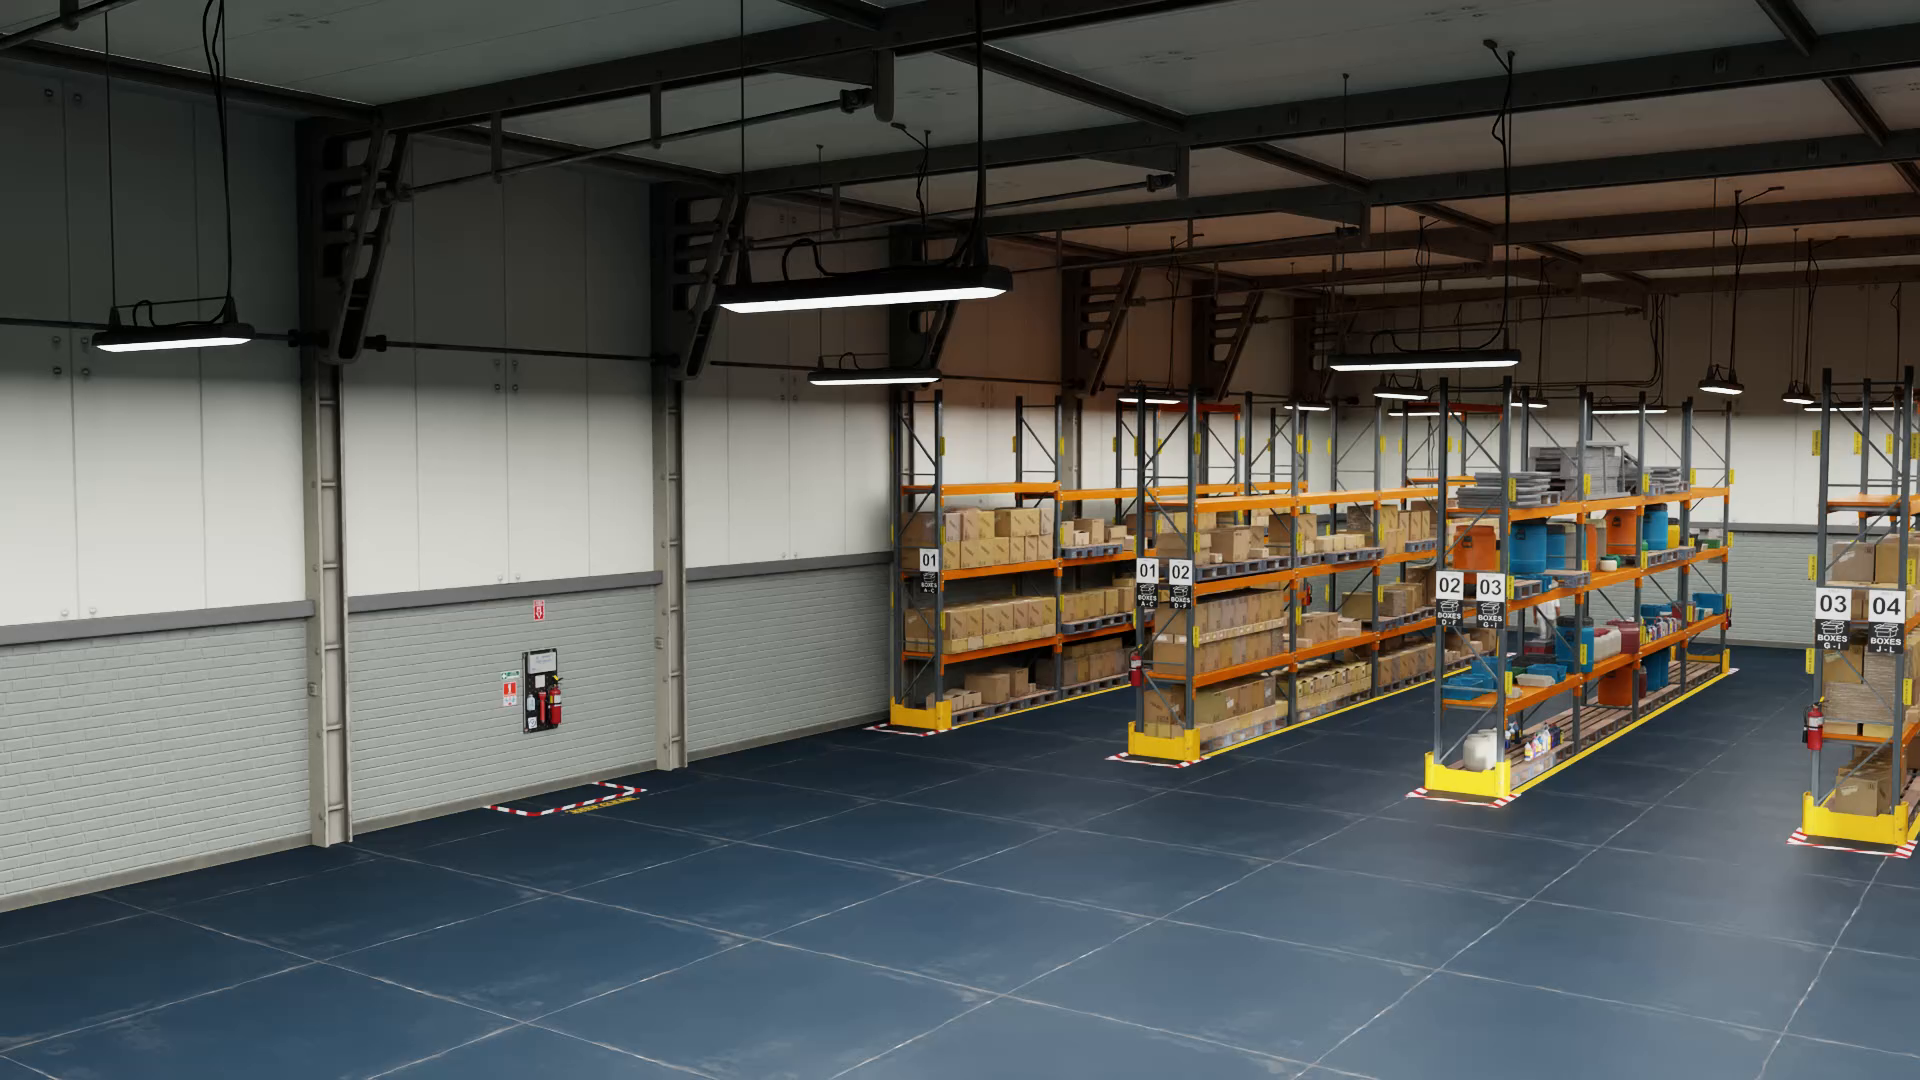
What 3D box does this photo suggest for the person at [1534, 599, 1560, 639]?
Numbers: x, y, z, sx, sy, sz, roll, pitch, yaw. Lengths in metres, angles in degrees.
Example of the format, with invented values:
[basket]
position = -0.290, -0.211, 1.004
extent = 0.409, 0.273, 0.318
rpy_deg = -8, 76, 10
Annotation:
[person]
position = 14.178, 1.873, 40.164
extent = 0.561, 1.706, 1.122
rpy_deg = 0, 3, 8
